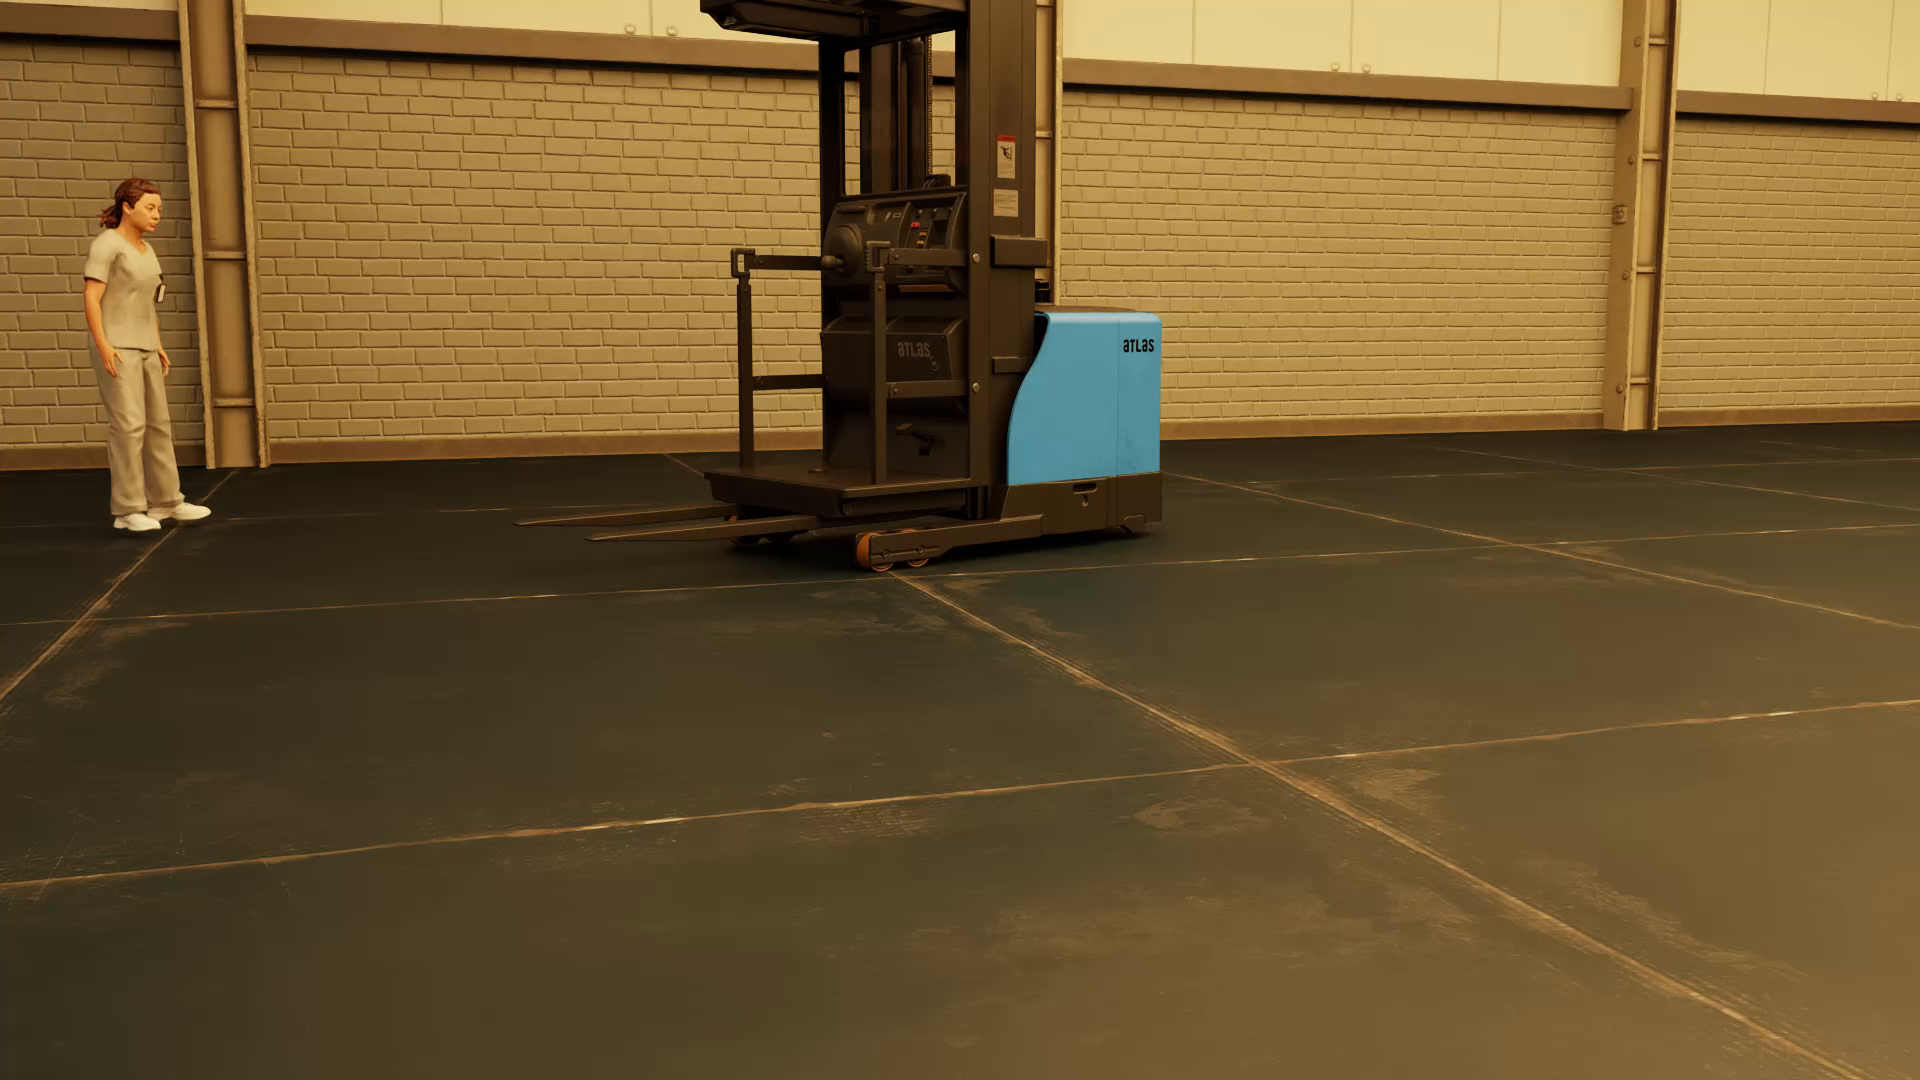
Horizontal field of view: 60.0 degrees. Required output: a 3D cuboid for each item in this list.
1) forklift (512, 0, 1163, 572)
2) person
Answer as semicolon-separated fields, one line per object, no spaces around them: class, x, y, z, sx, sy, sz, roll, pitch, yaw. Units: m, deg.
forklift;-0.461;-1.399;7.333;3.031;2.935;1.130;-7;10;-40
person;-3.979;-0.902;8.061;0.392;1.678;0.568;1;8;6
